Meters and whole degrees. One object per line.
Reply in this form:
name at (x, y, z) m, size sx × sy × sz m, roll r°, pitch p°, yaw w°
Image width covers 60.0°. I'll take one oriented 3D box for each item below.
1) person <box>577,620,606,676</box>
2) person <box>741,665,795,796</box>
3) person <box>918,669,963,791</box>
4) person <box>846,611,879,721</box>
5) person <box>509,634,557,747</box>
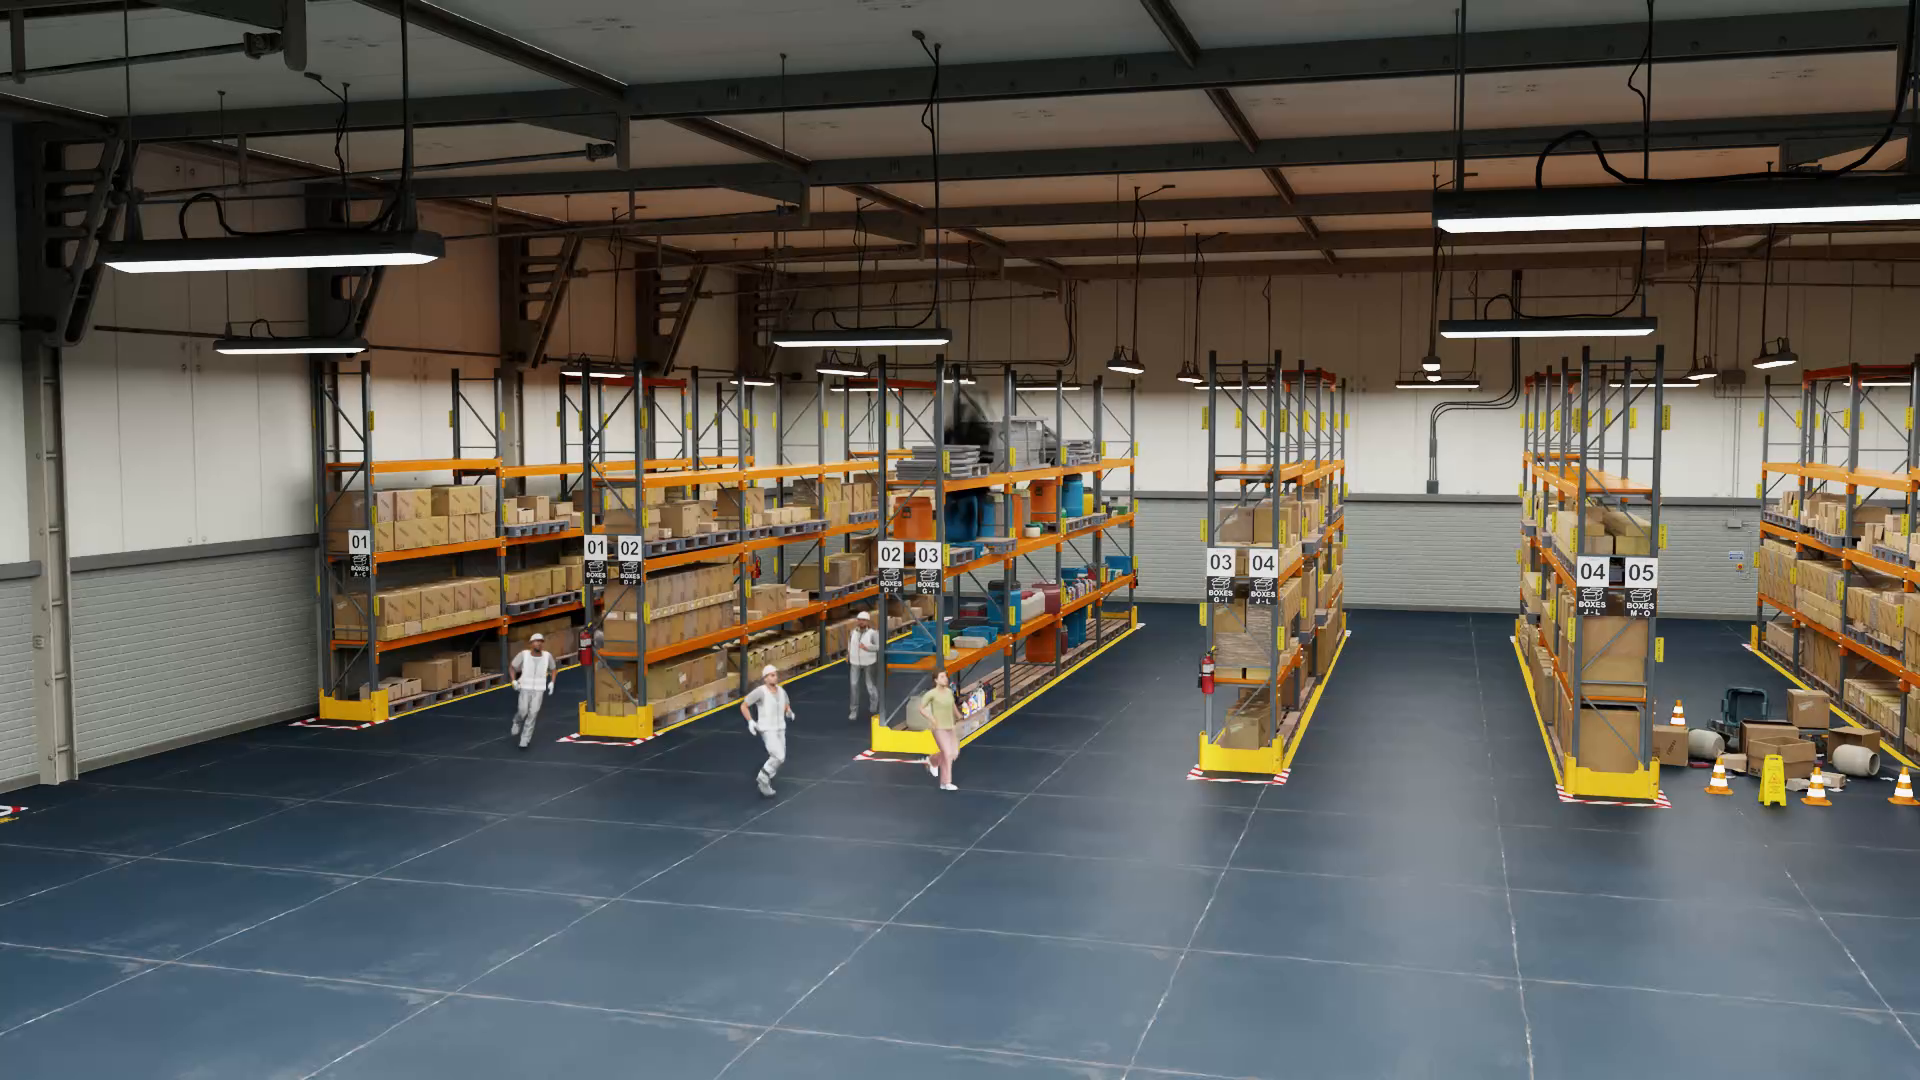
person at (-6.418, 2.141, 28.968) m, size 0.541 × 1.565 × 0.604 m, roll 1°, pitch 4°, yaw 13°
person at (-2.469, 2.535, 22.064) m, size 0.640 × 1.746 × 0.653 m, roll 3°, pitch 5°, yaw 40°
person at (-0.278, 2.568, 22.702) m, size 0.609 × 1.627 × 0.705 m, roll -4°, pitch 5°, yaw -41°
person at (-1.637, 2.089, 28.028) m, size 0.649 × 1.776 × 0.946 m, roll 1°, pitch 4°, yaw 13°
person at (-6.598, 2.309, 25.757) m, size 0.733 × 1.709 × 0.717 m, roll -2°, pitch 4°, yaw -22°
